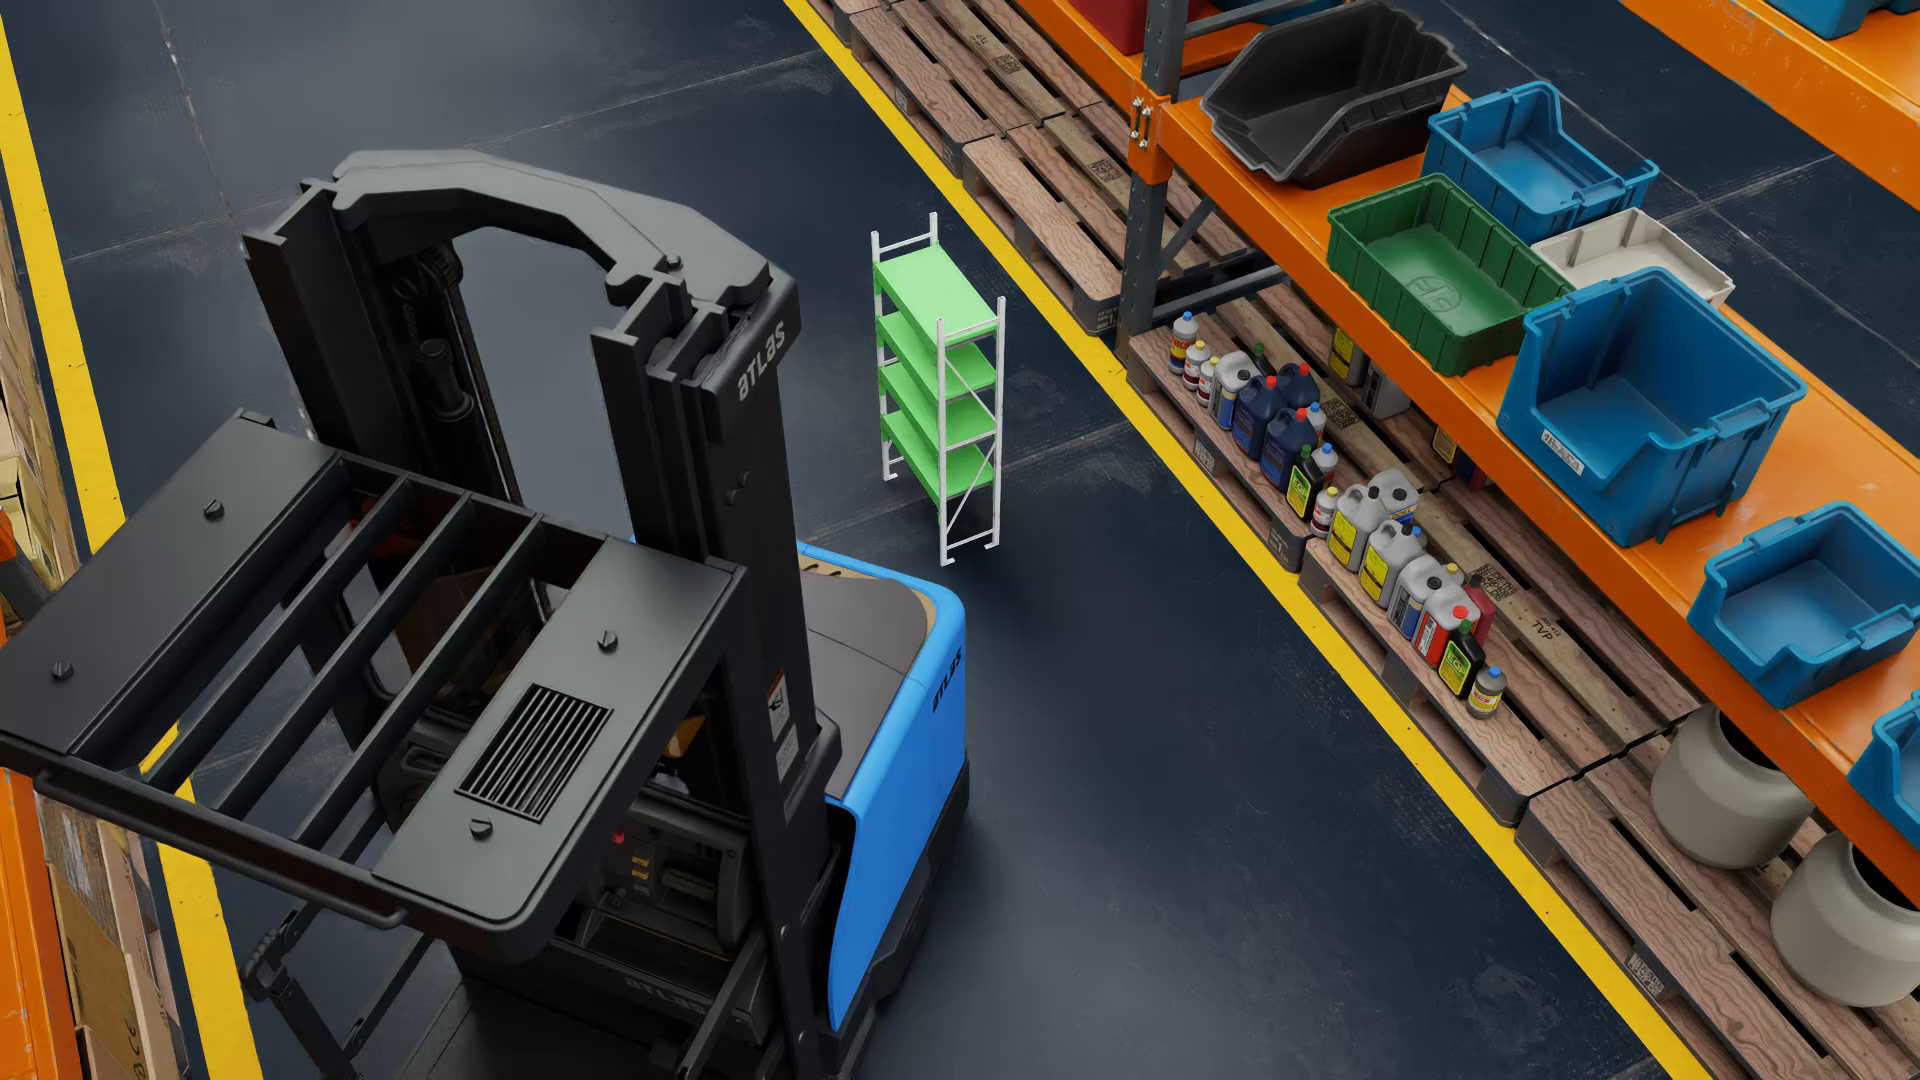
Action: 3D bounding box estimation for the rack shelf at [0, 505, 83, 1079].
[{"bbox_3d":[-2.377,1.387,3.522,1.077,0.370,4.000,-21,52,-18],"label":"rack shelf"}]

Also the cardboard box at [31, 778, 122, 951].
[{"bbox_3d":[-2.667,0.906,4.515,0.500,0.500,0.500,-21,52,-18],"label":"cardboard box"}]

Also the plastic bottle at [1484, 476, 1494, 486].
[{"bbox_3d":[1.971,-0.353,6.084,0.152,0.276,0.135,-20,52,-17],"label":"plastic bottle"}]

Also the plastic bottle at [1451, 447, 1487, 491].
[{"bbox_3d":[1.877,-0.319,6.048,0.061,0.283,0.133,-21,52,-18],"label":"plastic bottle"}]

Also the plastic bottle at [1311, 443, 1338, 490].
[{"bbox_3d":[1.301,-0.243,5.990,0.097,0.271,0.097,0,49,0],"label":"plastic bottle"}]

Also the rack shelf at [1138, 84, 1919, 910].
[{"bbox_3d":[2.029,-0.316,5.012,1.077,0.370,4.000,-21,52,-18],"label":"rack shelf"}]

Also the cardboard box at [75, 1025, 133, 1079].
[{"bbox_3d":[-2.193,1.569,3.935,0.500,0.500,0.500,-21,52,-18],"label":"cardboard box"}]

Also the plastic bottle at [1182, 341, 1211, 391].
[{"bbox_3d":[0.917,-0.683,6.421,0.097,0.201,0.097,0,49,0],"label":"plastic bottle"}]

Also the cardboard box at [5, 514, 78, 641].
[{"bbox_3d":[-3.256,0.224,5.609,0.500,0.250,0.500,-22,52,-18],"label":"cardboard box"}]

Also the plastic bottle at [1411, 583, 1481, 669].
[{"bbox_3d":[1.623,0.281,5.529,0.152,0.276,0.135,-21,52,-17],"label":"plastic bottle"}]

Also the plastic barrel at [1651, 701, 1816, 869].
[{"bbox_3d":[2.346,0.717,5.004,0.421,0.512,0.421,0,49,0],"label":"plastic barrel"}]

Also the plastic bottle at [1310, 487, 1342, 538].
[{"bbox_3d":[1.310,-0.108,5.919,0.097,0.201,0.097,0,49,0],"label":"plastic bottle"}]

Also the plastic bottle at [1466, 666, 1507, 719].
[{"bbox_3d":[1.714,0.484,5.401,0.097,0.201,0.097,0,49,0],"label":"plastic bottle"}]

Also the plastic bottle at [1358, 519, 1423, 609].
[{"bbox_3d":[1.480,0.054,5.678,0.144,0.351,0.185,-19,52,-16],"label":"plastic bottle"}]

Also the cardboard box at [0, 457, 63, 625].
[{"bbox_3d":[-3.260,0.032,5.405,0.500,0.311,0.500,-21,52,-17],"label":"cardboard box"}]

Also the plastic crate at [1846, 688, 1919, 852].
[{"bbox_3d":[2.449,0.602,3.829,0.499,0.251,0.616,-21,52,-18],"label":"plastic crate"}]

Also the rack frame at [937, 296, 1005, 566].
[{"bbox_3d":[0.036,-0.342,5.752,0.240,1.200,0.015,-21,52,-18],"label":"rack frame"}]

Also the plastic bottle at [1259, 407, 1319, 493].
[{"bbox_3d":[1.201,-0.355,6.035,0.144,0.351,0.185,-23,53,-19],"label":"plastic bottle"}]

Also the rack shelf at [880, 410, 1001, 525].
[{"bbox_3d":[-0.076,-0.306,6.124,0.258,0.148,0.480,-21,52,-18],"label":"rack shelf"}]

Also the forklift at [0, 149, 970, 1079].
[{"bbox_3d":[-0.986,0.787,3.614,1.130,2.935,3.031,17,51,14],"label":"forklift"}]

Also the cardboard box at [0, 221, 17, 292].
[{"bbox_3d":[-4.198,-1.149,6.810,0.500,0.250,0.500,-20,52,-17],"label":"cardboard box"}]

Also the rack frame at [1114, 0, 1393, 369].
[{"bbox_3d":[1.114,-1.892,5.912,1.000,3.000,0.127,-21,52,-18],"label":"rack frame"}]

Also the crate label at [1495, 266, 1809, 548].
[{"bbox_3d":[1.862,-0.365,4.553,0.502,0.435,0.616,-21,52,-18],"label":"crate label"}]

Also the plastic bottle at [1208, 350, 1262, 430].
[{"bbox_3d":[1.042,-0.569,6.272,0.152,0.276,0.135,-19,52,-16],"label":"plastic bottle"}]

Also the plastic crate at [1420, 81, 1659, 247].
[{"bbox_3d":[1.862,-1.196,5.402,0.499,0.251,0.616,-21,52,-18],"label":"plastic crate"}]

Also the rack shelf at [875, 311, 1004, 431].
[{"bbox_3d":[-0.076,-0.622,5.763,0.258,0.148,0.480,-21,52,-18],"label":"rack shelf"}]

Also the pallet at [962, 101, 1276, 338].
[{"bbox_3d":[0.720,-1.486,7.409,1.003,0.211,1.213,-21,52,-18],"label":"pallet"}]

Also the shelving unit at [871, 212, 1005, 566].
[{"bbox_3d":[-0.076,-0.506,5.895,0.258,1.200,0.503,-21,52,-18],"label":"shelving unit"}]

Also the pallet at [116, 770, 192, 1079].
[{"bbox_3d":[-2.965,1.277,4.993,1.003,0.211,1.213,-21,52,-18],"label":"pallet"}]

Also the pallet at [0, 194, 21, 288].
[{"bbox_3d":[-4.780,-1.383,7.319,1.003,0.211,1.213,-21,52,-18],"label":"pallet"}]

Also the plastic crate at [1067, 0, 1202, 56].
[{"bbox_3d":[0.620,-2.131,6.079,0.402,0.464,0.583,-21,52,-18],"label":"plastic crate"}]

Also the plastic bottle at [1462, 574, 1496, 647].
[{"bbox_3d":[1.718,0.241,5.558,0.061,0.283,0.133,-21,52,-18],"label":"plastic bottle"}]

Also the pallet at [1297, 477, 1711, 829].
[{"bbox_3d":[1.947,0.308,5.841,1.003,0.211,1.213,-21,52,-18],"label":"pallet"}]

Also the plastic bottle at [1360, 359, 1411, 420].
[{"bbox_3d":[1.633,-0.612,6.310,0.152,0.276,0.135,-21,52,-18],"label":"plastic bottle"}]

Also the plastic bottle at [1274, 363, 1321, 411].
[{"bbox_3d":[1.243,-0.531,6.189,0.144,0.351,0.185,-21,52,-18],"label":"plastic bottle"}]

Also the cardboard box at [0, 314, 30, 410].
[{"bbox_3d":[-3.722,-0.651,6.002,0.500,0.311,0.500,-23,53,-19],"label":"cardboard box"}]

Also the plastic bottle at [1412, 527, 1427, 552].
[{"bbox_3d":[1.568,0.032,5.796,0.097,0.201,0.097,0,49,0],"label":"plastic bottle"}]

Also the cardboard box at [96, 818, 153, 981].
[{"bbox_3d":[-2.665,1.152,4.797,0.500,0.250,0.500,-21,52,-18],"label":"cardboard box"}]

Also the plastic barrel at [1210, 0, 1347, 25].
[{"bbox_3d":[1.207,-2.420,6.040,0.600,0.901,0.708,-21,52,-18],"label":"plastic barrel"}]

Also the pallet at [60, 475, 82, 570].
[{"bbox_3d":[-3.664,0.250,5.891,1.003,0.211,1.213,-21,52,-18],"label":"pallet"}]

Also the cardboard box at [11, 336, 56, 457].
[{"bbox_3d":[-3.728,-0.465,6.211,0.500,0.250,0.500,-23,53,-19],"label":"cardboard box"}]

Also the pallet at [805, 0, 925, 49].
[{"bbox_3d":[-0.396,-3.119,8.838,1.003,0.211,1.213,-21,52,-18],"label":"pallet"}]
